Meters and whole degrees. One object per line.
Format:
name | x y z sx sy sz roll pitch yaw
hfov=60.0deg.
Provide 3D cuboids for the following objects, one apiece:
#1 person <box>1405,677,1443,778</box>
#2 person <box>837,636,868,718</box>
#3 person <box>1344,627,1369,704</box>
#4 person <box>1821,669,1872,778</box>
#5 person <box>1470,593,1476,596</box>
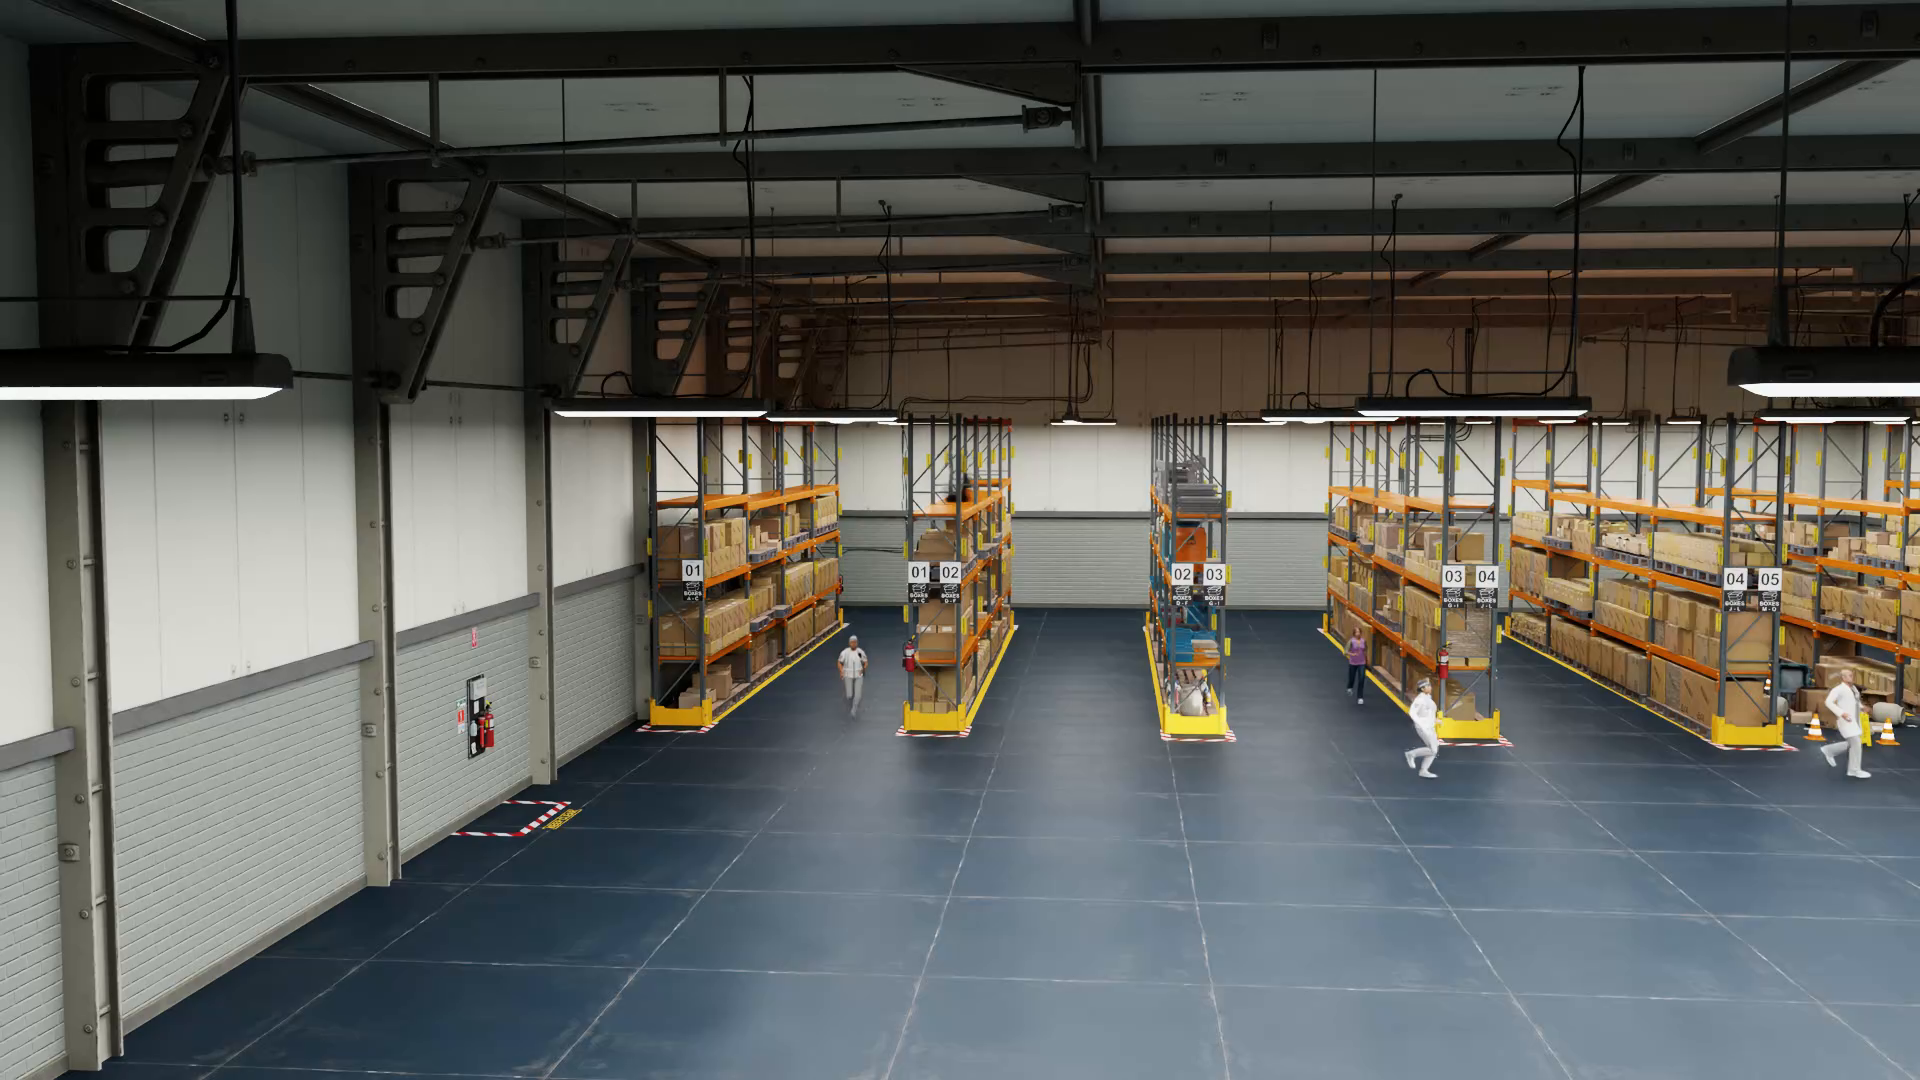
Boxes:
person | 7.651 3.069 27.278 0.488 1.646 0.631 3 5 36
person | -2.107 2.705 32.864 0.607 1.614 0.551 -1 4 -10
person | 8.283 2.596 34.682 0.548 1.567 0.832 0 4 1
person | 14.612 3.004 27.432 0.719 1.743 0.884 -3 5 -34
person | 13.956 1.775 45.850 0.728 1.756 0.840 0 4 6
